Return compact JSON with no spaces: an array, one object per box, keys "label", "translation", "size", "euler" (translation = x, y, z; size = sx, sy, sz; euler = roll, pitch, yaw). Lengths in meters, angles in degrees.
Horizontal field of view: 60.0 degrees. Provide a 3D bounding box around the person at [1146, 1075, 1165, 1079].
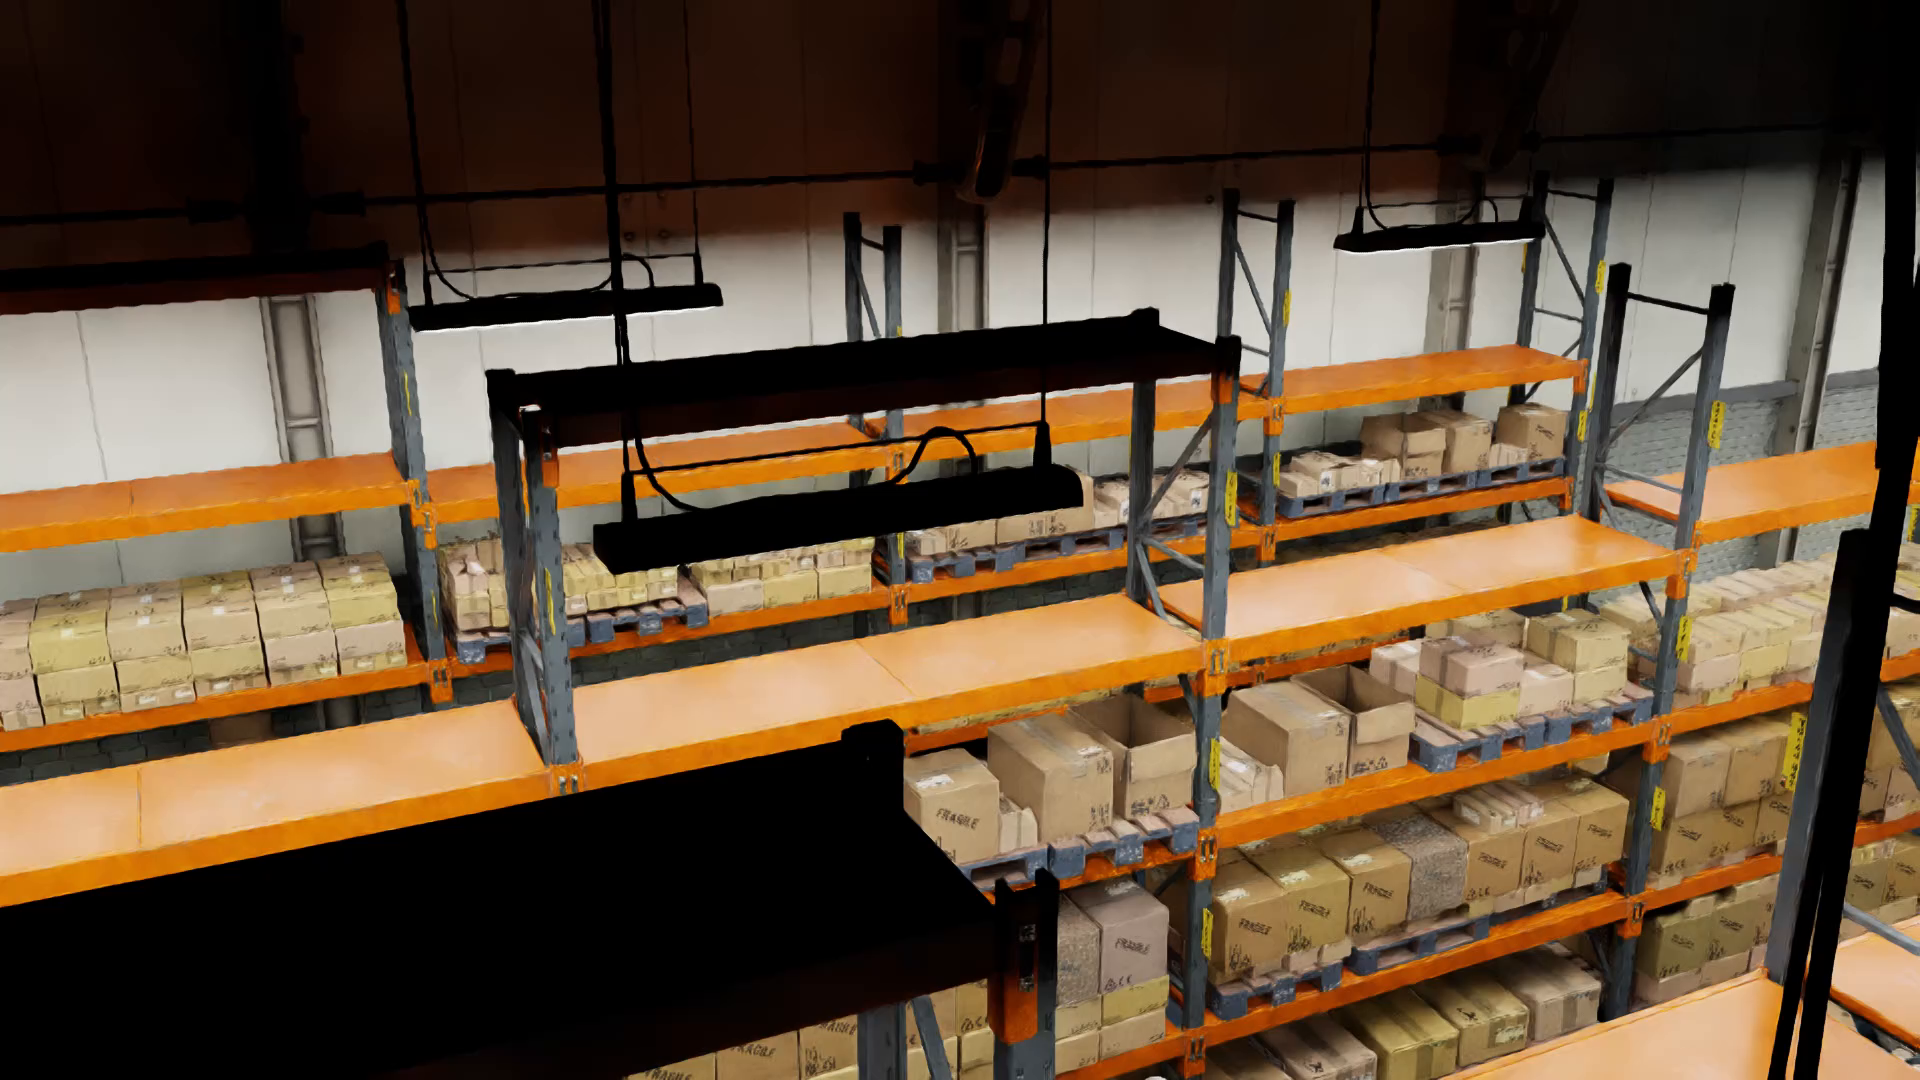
[{"label":"person","translation":[1.144,4.038,10.075],"size":[0.664,1.778,0.581],"euler":[-1,19,-4]}]
